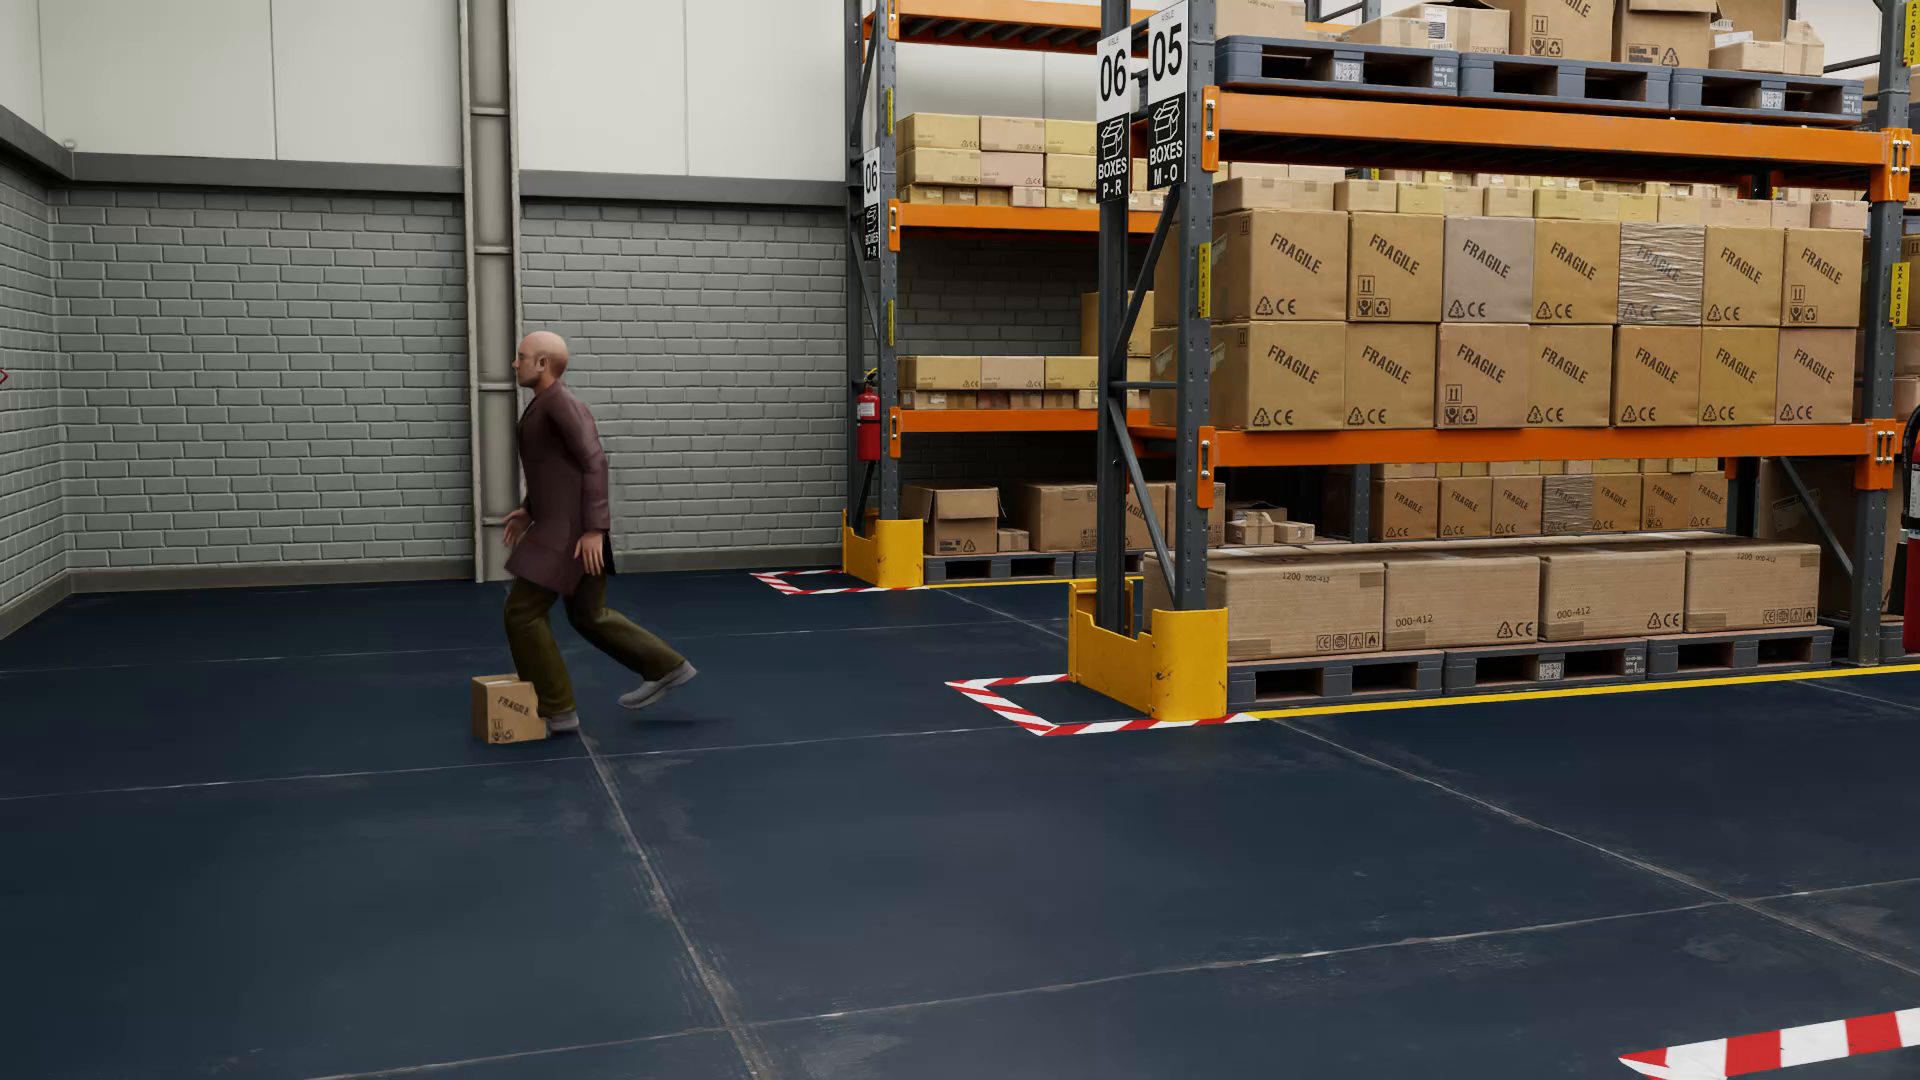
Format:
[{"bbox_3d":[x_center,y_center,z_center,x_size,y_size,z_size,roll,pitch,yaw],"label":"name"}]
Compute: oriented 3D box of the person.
[{"bbox_3d":[-1.598,-0.040,7.234,0.887,1.721,0.667,-1,6,-11],"label":"person"}]
